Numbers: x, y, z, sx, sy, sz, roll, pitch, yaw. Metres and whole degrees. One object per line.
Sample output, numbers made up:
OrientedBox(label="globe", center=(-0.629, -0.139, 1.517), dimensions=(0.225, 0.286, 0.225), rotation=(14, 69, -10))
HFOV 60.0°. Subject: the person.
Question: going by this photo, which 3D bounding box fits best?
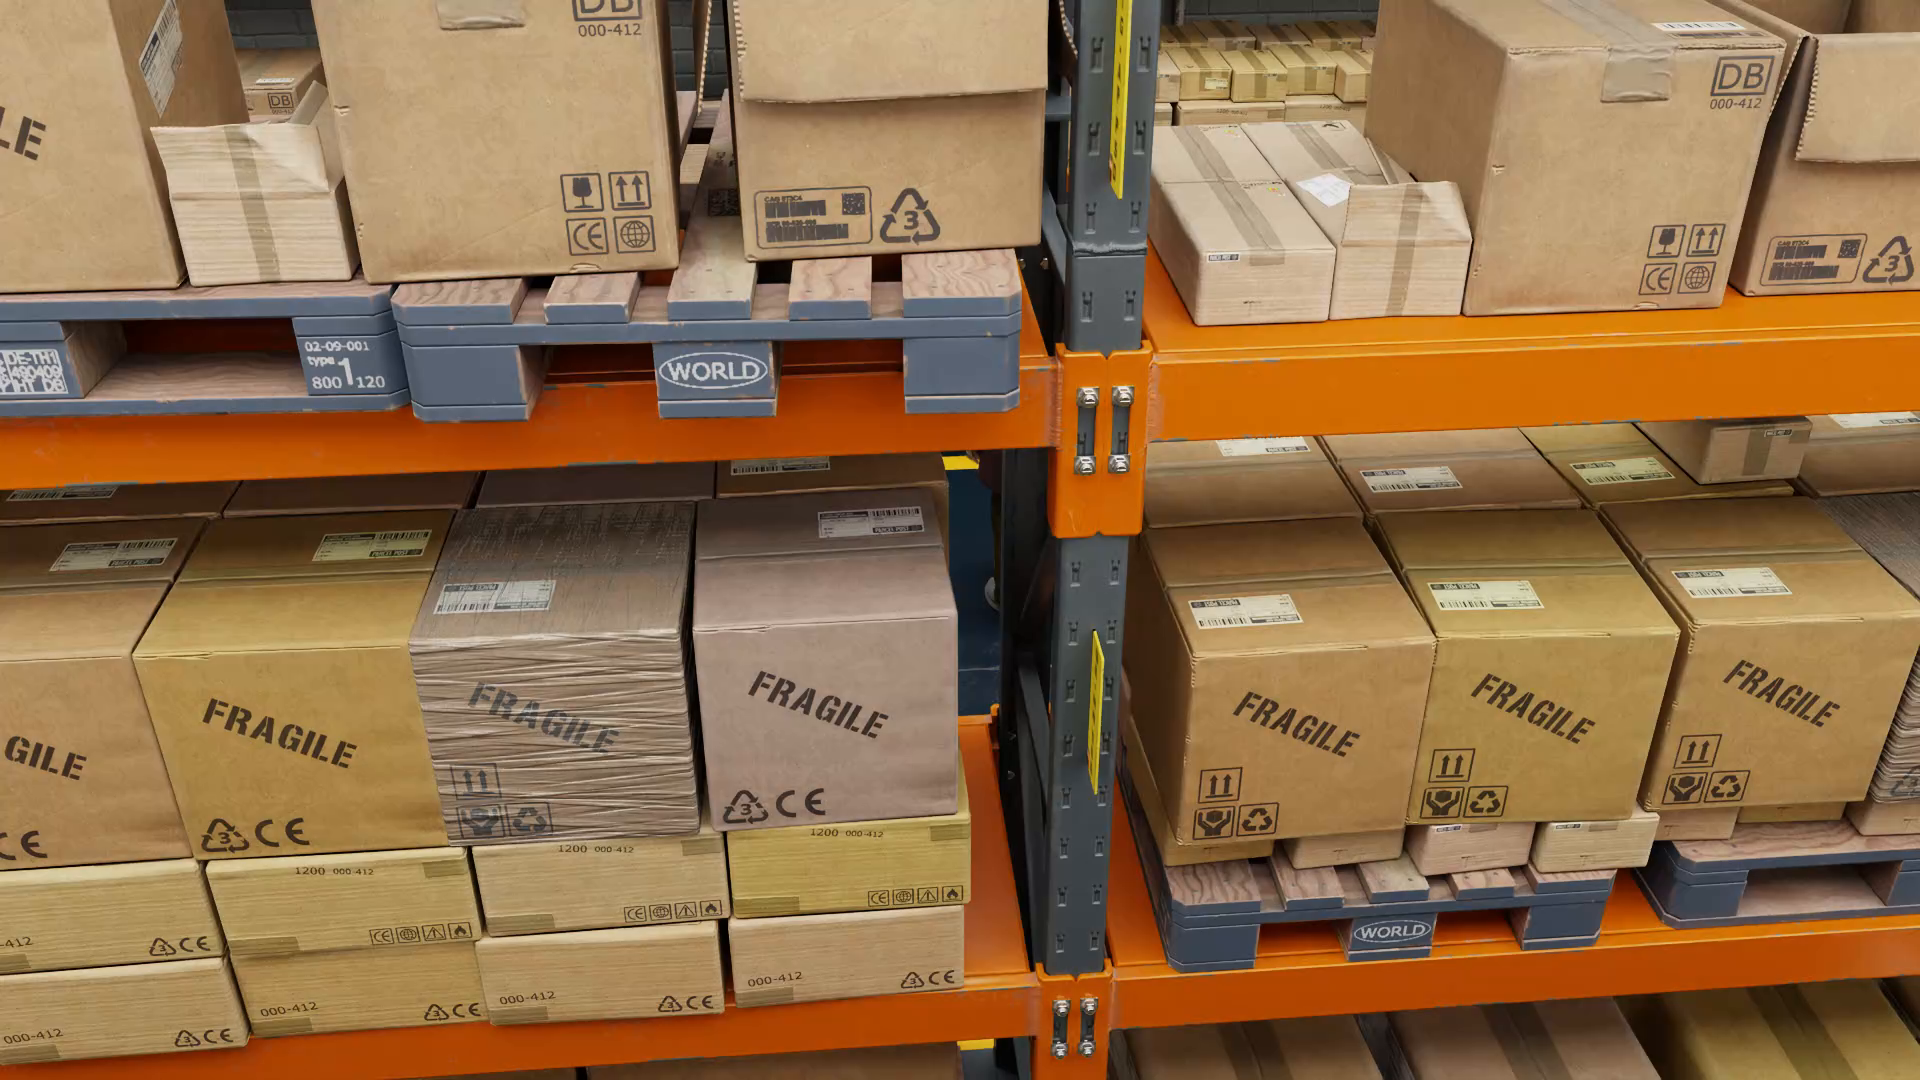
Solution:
OrientedBox(label="person", center=(0.328, -0.451, 6.907), dimensions=(0.641, 1.773, 0.428), rotation=(-3, 31, -5))
